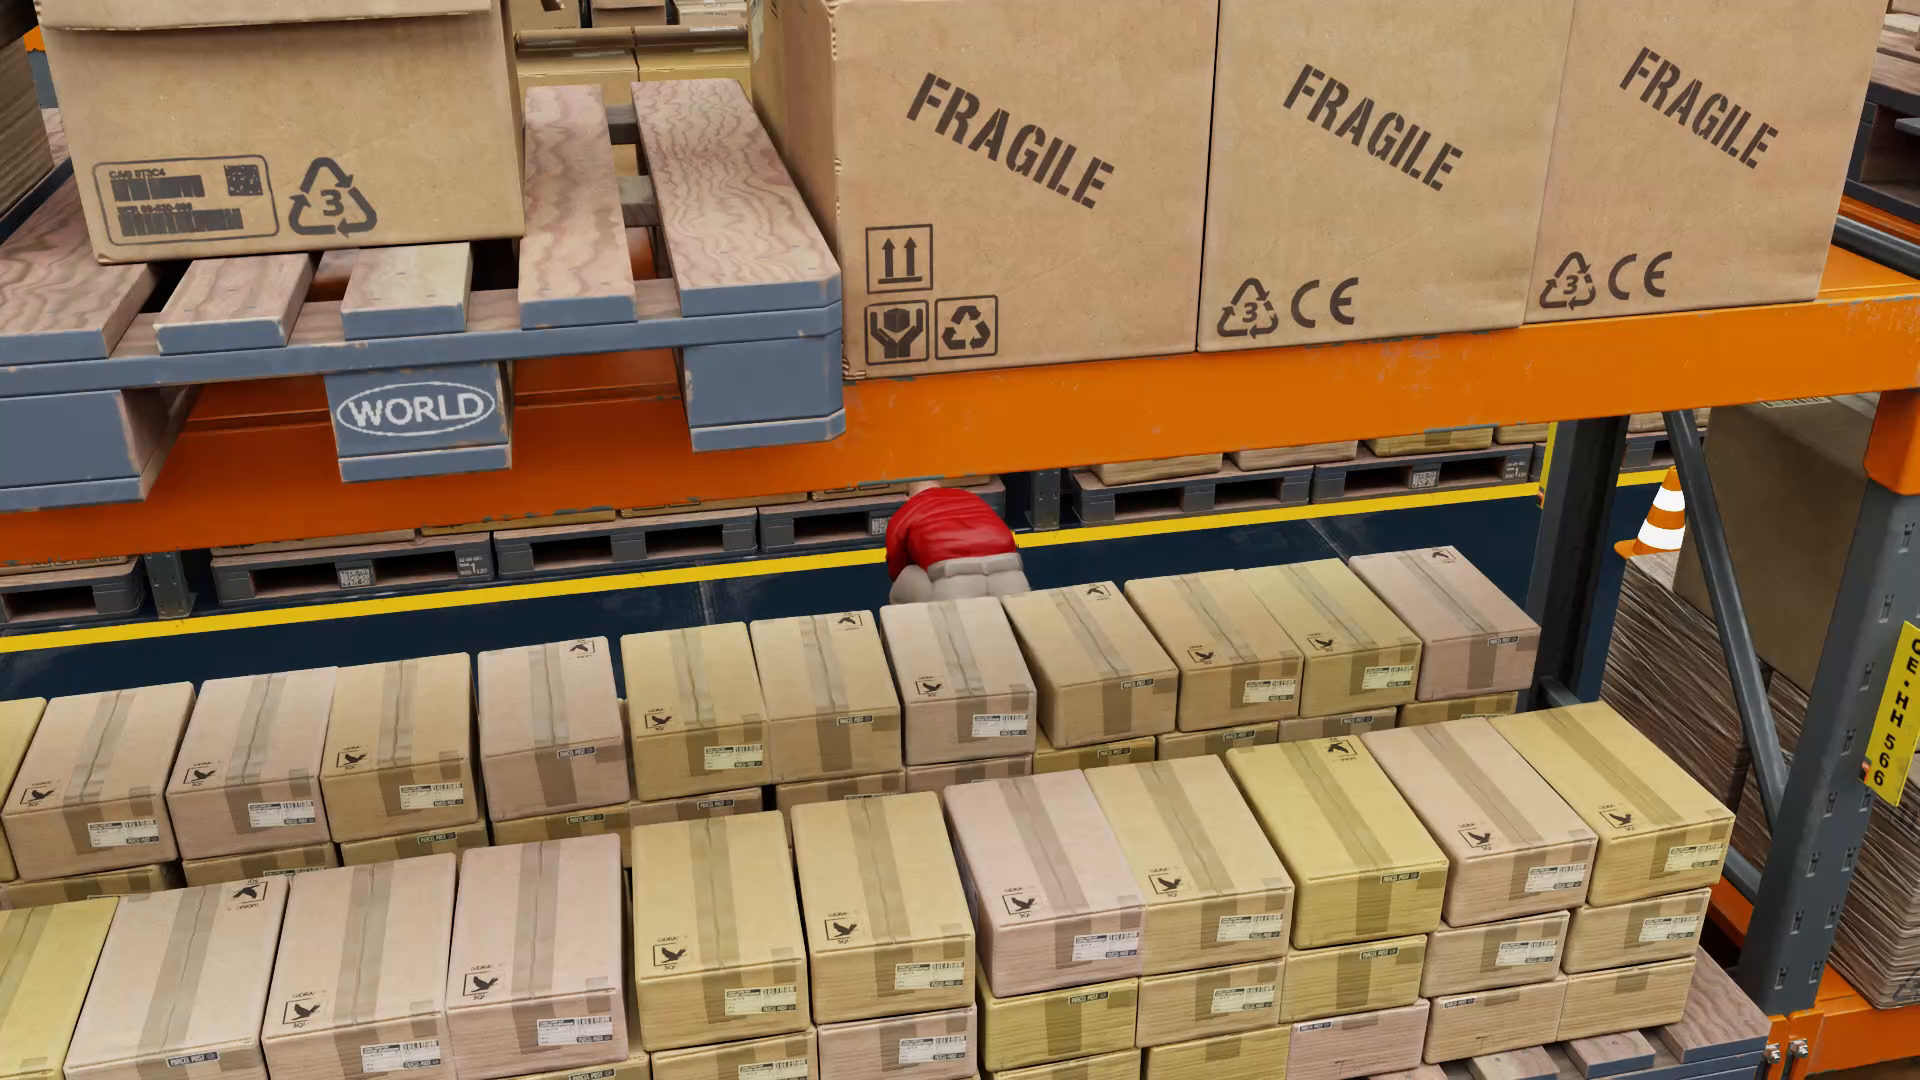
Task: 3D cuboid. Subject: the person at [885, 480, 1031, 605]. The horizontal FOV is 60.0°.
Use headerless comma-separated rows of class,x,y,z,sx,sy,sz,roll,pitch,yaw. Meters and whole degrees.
person,-0.026,0.222,6.802,0.531,0.775,0.948,-7,27,-13
